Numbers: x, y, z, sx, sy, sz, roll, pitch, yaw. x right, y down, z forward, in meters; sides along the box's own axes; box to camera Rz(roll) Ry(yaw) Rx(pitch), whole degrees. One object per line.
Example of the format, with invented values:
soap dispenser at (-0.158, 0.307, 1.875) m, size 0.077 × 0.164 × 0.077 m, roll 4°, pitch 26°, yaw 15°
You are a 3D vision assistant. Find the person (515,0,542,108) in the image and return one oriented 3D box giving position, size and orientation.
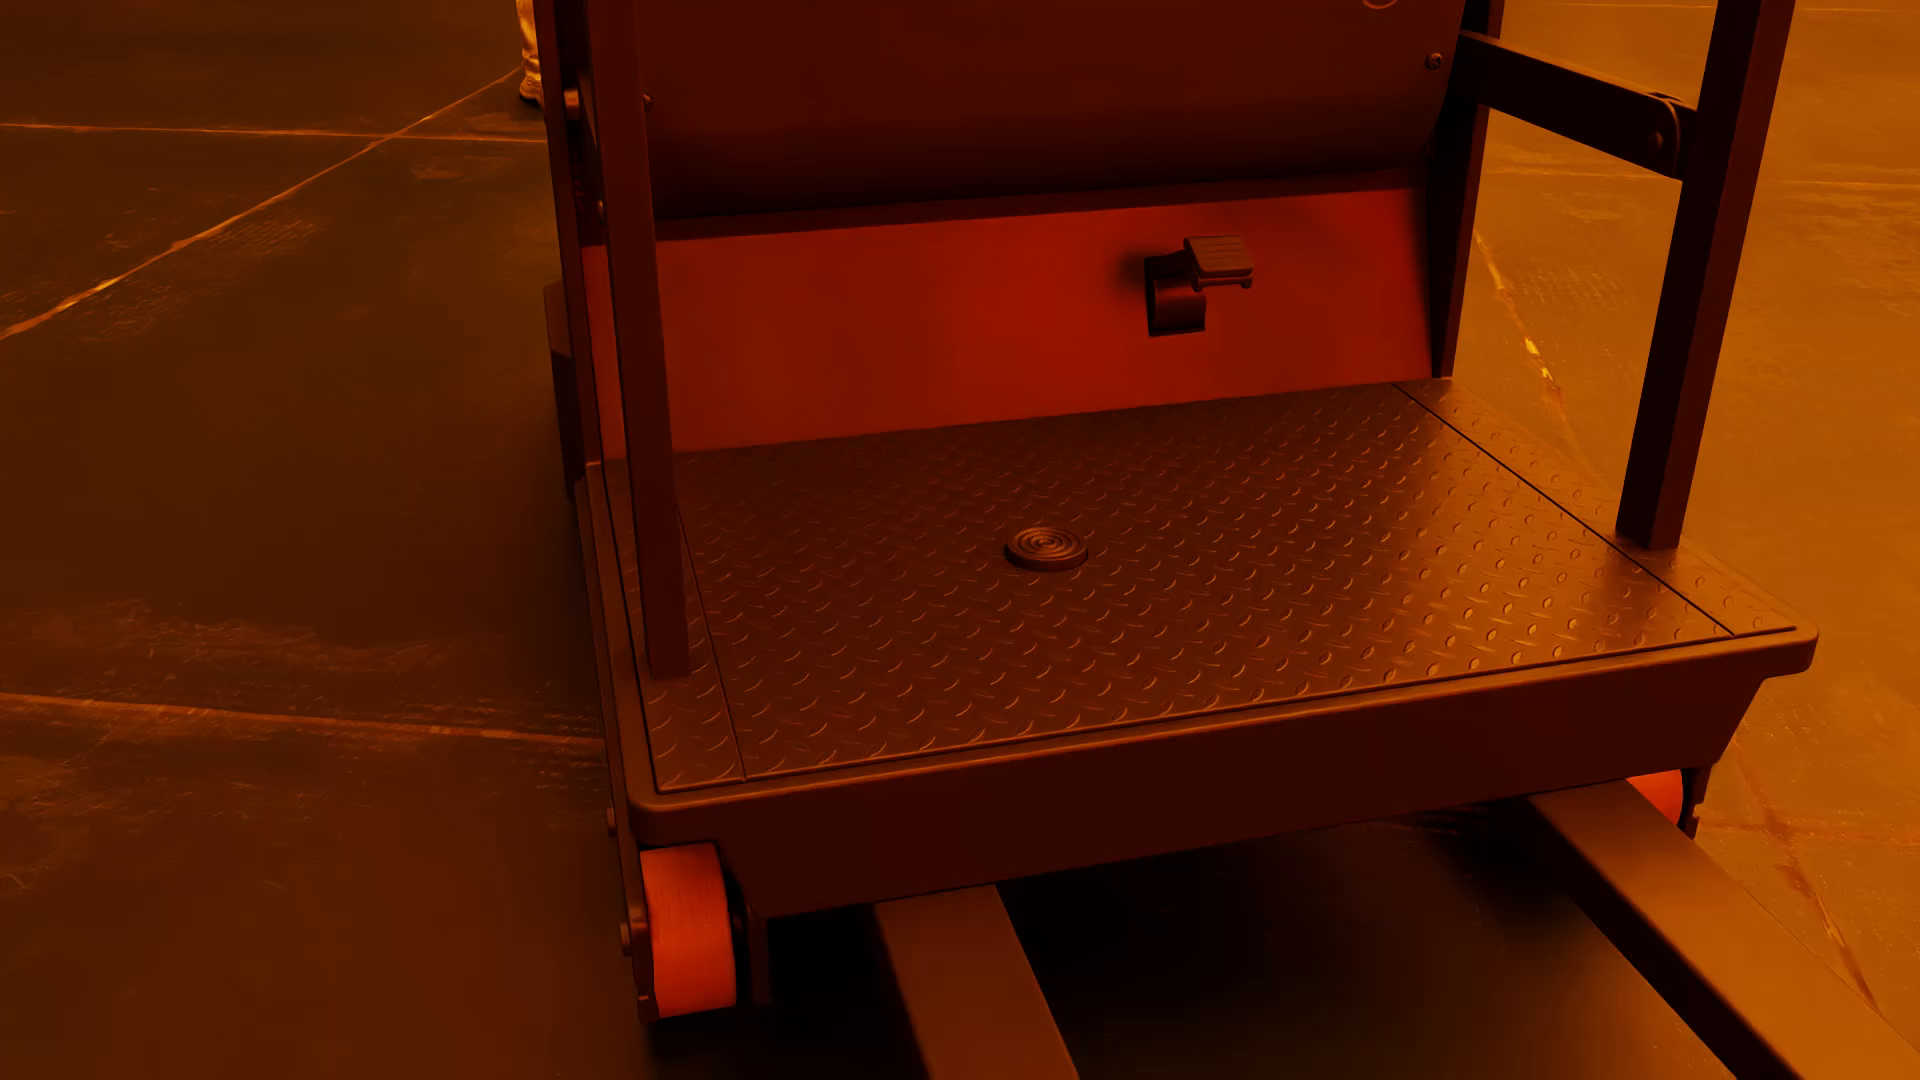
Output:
person at (-1.197, -2.202, 4.934) m, size 0.618 × 1.772 × 0.451 m, roll -10°, pitch 28°, yaw -20°

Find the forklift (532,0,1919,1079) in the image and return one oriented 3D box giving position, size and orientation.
forklift at (0.153, -1.049, 1.319) m, size 1.130 × 2.935 × 3.031 m, roll -7°, pitch 27°, yaw -13°
